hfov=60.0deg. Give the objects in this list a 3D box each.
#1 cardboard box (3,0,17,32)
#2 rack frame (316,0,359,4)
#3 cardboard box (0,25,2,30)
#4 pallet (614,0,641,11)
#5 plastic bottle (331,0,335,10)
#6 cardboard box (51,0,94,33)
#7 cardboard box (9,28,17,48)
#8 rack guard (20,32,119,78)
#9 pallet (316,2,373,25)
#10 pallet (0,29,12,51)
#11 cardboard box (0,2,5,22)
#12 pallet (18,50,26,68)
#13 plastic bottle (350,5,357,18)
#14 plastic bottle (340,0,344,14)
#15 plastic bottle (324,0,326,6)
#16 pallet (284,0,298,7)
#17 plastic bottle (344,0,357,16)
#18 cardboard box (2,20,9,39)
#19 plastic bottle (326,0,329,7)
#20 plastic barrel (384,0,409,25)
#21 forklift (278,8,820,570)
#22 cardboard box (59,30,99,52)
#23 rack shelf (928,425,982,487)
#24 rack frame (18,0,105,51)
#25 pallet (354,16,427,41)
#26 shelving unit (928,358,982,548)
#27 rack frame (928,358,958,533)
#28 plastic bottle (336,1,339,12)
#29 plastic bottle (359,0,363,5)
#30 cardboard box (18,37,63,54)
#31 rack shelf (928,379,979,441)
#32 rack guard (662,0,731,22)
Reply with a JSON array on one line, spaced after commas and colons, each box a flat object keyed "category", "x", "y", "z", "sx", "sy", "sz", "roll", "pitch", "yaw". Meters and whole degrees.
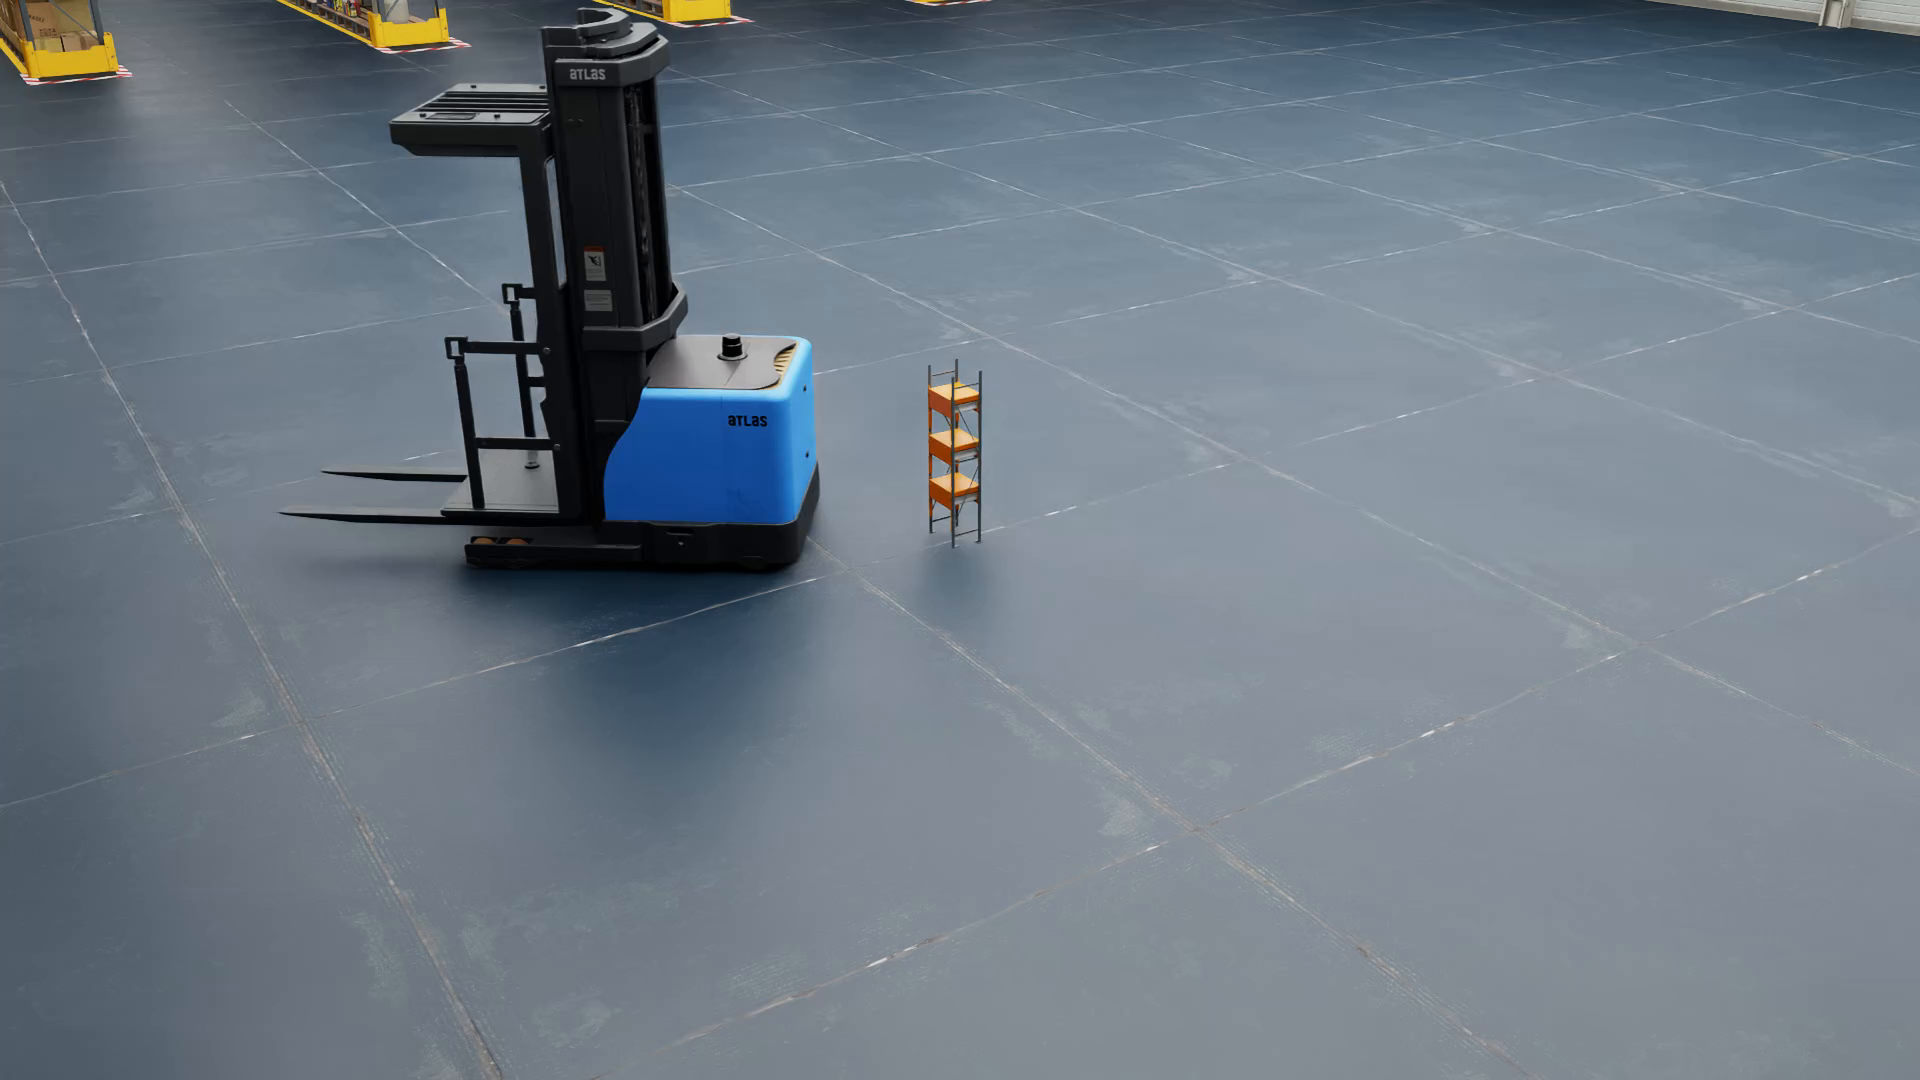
[{"category": "cardboard box", "x": -13.949, "y": -7.897, "z": 24.815, "sx": 0.500, "sy": 0.500, "sz": 0.500, "roll": -16, "pitch": 29, "yaw": -30}, {"category": "rack frame", "x": -10.880, "y": -10.718, "z": 28.941, "sx": 1.000, "sy": 3.000, "sz": 0.127, "roll": -16, "pitch": 29, "yaw": -30}, {"category": "cardboard box", "x": -15.033, "y": -8.275, "z": 26.495, "sx": 0.500, "sy": 0.250, "sz": 0.500, "roll": -16, "pitch": 29, "yaw": -30}, {"category": "pallet", "x": -5.664, "y": -9.943, "z": 30.564, "sx": 1.003, "sy": 0.211, "sz": 1.213, "roll": -16, "pitch": 29, "yaw": -30}, {"category": "plastic bottle", "x": -10.684, "y": -9.266, "z": 28.453, "sx": 0.144, "sy": 0.351, "sz": 0.185, "roll": -17, "pitch": 30, "yaw": -32}, {"category": "cardboard box", "x": -13.229, "y": -7.842, "z": 24.699, "sx": 0.500, "sy": 0.500, "sz": 0.500, "roll": -16, "pitch": 29, "yaw": -30}, {"category": "cardboard box", "x": -13.946, "y": -7.558, "z": 24.976, "sx": 0.500, "sy": 0.250, "sz": 0.500, "roll": -16, "pitch": 29, "yaw": -30}, {"category": "rack guard", "x": -12.835, "y": -6.996, "z": 23.983, "sx": 1.175, "sy": 0.500, "sz": 0.348, "roll": -16, "pitch": 29, "yaw": -30}, {"category": "pallet", "x": -10.548, "y": -9.207, "z": 29.007, "sx": 1.003, "sy": 0.211, "sz": 1.213, "roll": -16, "pitch": 29, "yaw": -30}, {"category": "pallet", "x": -14.633, "y": -8.010, "z": 26.470, "sx": 1.003, "sy": 0.211, "sz": 1.213, "roll": -16, "pitch": 29, "yaw": -30}, {"category": "cardboard box", "x": -14.495, "y": -8.254, "z": 25.572, "sx": 0.500, "sy": 0.500, "sz": 0.500, "roll": -16, "pitch": 29, "yaw": -30}, {"category": "pallet", "x": -13.301, "y": -7.137, "z": 24.622, "sx": 1.003, "sy": 0.211, "sz": 1.213, "roll": -16, "pitch": 29, "yaw": -30}, {"category": "plastic bottle", "x": -10.066, "y": -8.776, "z": 27.589, "sx": 0.097, "sy": 0.201, "sz": 0.097, "roll": 0, "pitch": 25, "yaw": 0}, {"category": "plastic bottle", "x": -10.350, "y": -9.048, "z": 27.990, "sx": 0.144, "sy": 0.351, "sz": 0.185, "roll": -14, "pitch": 29, "yaw": -27}, {"category": "plastic bottle", "x": -11.018, "y": -9.399, "z": 28.909, "sx": 0.097, "sy": 0.201, "sz": 0.097, "roll": 0, "pitch": 25, "yaw": 0}, {"category": "pallet", "x": -12.011, "y": -10.166, "z": 31.037, "sx": 1.003, "sy": 0.211, "sz": 1.213, "roll": -16, "pitch": 29, "yaw": -30}, {"category": "plastic bottle", "x": -10.181, "y": -8.906, "z": 27.777, "sx": 0.152, "sy": 0.276, "sz": 0.135, "roll": -15, "pitch": 29, "yaw": -29}, {"category": "cardboard box", "x": -14.496, "y": -7.915, "z": 25.732, "sx": 0.500, "sy": 0.250, "sz": 0.500, "roll": -16, "pitch": 29, "yaw": -30}, {"category": "plastic bottle", "x": -10.874, "y": -9.360, "z": 28.739, "sx": 0.152, "sy": 0.276, "sz": 0.135, "roll": -14, "pitch": 29, "yaw": -28}, {"category": "plastic barrel", "x": -9.120, "y": -8.570, "z": 26.812, "sx": 0.421, "sy": 0.512, "sz": 0.421, "roll": 0, "pitch": 25, "yaw": 0}, {"category": "forklift", "x": -2.393, "y": -1.386, "z": 9.254, "sx": 3.031, "sy": 2.935, "sz": 1.130, "roll": 1, "pitch": 25, "yaw": 3}, {"category": "cardboard box", "x": -12.955, "y": -7.325, "z": 24.481, "sx": 0.500, "sy": 0.250, "sz": 0.500, "roll": -16, "pitch": 29, "yaw": -30}, {"category": "rack shelf", "x": -0.029, "y": -0.484, "z": 9.571, "sx": 0.215, "sy": 0.259, "sz": 0.240, "roll": -16, "pitch": 29, "yaw": -30}, {"category": "rack frame", "x": -12.848, "y": -8.134, "z": 23.468, "sx": 1.000, "sy": 3.000, "sz": 0.127, "roll": -16, "pitch": 29, "yaw": -30}, {"category": "pallet", "x": -9.216, "y": -8.335, "z": 27.158, "sx": 1.003, "sy": 0.211, "sz": 1.213, "roll": -16, "pitch": 29, "yaw": -30}, {"category": "shelving unit", "x": -0.029, "y": -0.494, "z": 9.566, "sx": 0.215, "sy": 1.050, "sz": 0.252, "roll": -16, "pitch": 29, "yaw": -30}, {"category": "rack frame", "x": -0.096, "y": -0.538, "z": 9.659, "sx": 0.200, "sy": 1.050, "sz": 0.008, "roll": -16, "pitch": 29, "yaw": -30}, {"category": "plastic bottle", "x": -10.549, "y": -9.092, "z": 28.259, "sx": 0.097, "sy": 0.201, "sz": 0.097, "roll": 0, "pitch": 25, "yaw": 0}, {"category": "plastic bottle", "x": -10.408, "y": -9.522, "z": 28.995, "sx": 0.144, "sy": 0.351, "sz": 0.185, "roll": -16, "pitch": 29, "yaw": -30}, {"category": "cardboard box", "x": -13.389, "y": -7.204, "z": 24.225, "sx": 0.500, "sy": 0.250, "sz": 0.500, "roll": -16, "pitch": 29, "yaw": -30}, {"category": "rack shelf", "x": -0.029, "y": -0.741, "z": 9.450, "sx": 0.215, "sy": 0.259, "sz": 0.240, "roll": -16, "pitch": 29, "yaw": -30}, {"category": "rack guard", "x": -4.588, "y": -9.339, "z": 28.946, "sx": 1.175, "sy": 0.500, "sz": 0.348, "roll": -16, "pitch": 29, "yaw": -30}]
